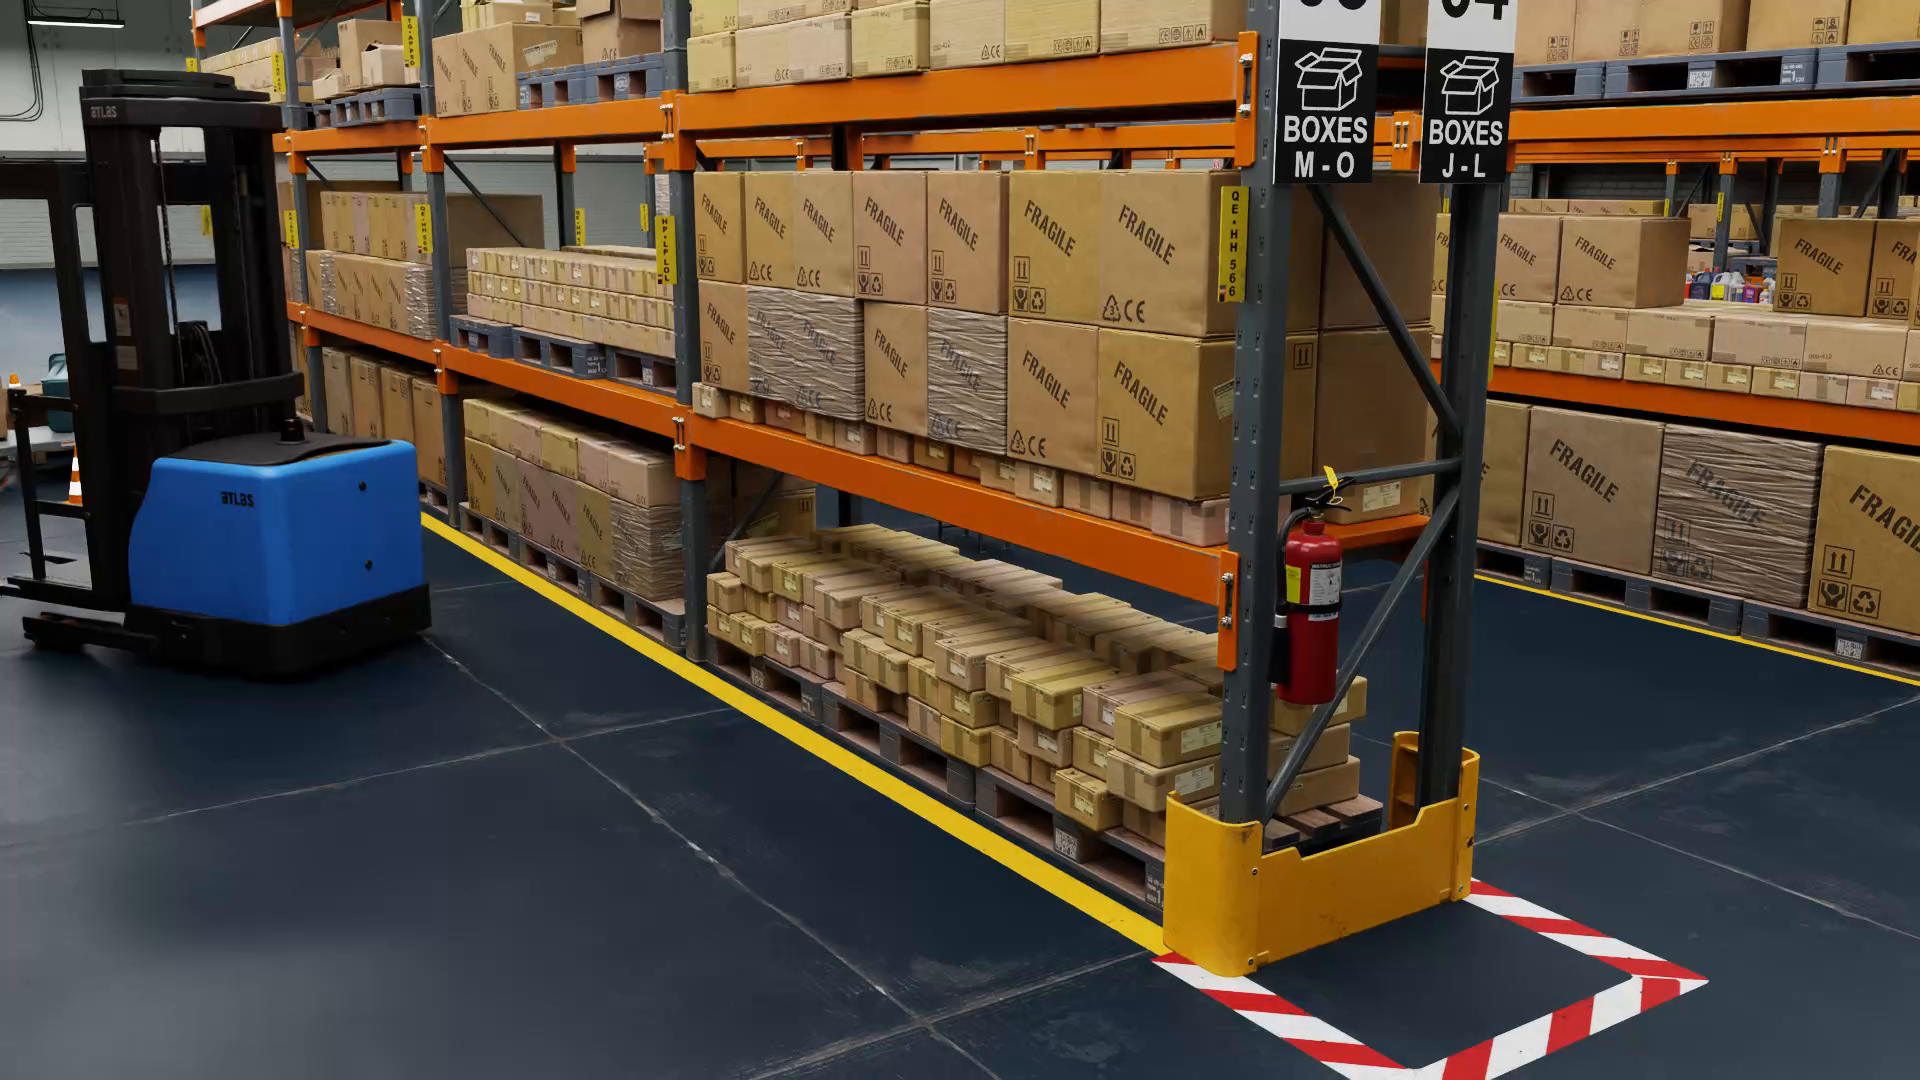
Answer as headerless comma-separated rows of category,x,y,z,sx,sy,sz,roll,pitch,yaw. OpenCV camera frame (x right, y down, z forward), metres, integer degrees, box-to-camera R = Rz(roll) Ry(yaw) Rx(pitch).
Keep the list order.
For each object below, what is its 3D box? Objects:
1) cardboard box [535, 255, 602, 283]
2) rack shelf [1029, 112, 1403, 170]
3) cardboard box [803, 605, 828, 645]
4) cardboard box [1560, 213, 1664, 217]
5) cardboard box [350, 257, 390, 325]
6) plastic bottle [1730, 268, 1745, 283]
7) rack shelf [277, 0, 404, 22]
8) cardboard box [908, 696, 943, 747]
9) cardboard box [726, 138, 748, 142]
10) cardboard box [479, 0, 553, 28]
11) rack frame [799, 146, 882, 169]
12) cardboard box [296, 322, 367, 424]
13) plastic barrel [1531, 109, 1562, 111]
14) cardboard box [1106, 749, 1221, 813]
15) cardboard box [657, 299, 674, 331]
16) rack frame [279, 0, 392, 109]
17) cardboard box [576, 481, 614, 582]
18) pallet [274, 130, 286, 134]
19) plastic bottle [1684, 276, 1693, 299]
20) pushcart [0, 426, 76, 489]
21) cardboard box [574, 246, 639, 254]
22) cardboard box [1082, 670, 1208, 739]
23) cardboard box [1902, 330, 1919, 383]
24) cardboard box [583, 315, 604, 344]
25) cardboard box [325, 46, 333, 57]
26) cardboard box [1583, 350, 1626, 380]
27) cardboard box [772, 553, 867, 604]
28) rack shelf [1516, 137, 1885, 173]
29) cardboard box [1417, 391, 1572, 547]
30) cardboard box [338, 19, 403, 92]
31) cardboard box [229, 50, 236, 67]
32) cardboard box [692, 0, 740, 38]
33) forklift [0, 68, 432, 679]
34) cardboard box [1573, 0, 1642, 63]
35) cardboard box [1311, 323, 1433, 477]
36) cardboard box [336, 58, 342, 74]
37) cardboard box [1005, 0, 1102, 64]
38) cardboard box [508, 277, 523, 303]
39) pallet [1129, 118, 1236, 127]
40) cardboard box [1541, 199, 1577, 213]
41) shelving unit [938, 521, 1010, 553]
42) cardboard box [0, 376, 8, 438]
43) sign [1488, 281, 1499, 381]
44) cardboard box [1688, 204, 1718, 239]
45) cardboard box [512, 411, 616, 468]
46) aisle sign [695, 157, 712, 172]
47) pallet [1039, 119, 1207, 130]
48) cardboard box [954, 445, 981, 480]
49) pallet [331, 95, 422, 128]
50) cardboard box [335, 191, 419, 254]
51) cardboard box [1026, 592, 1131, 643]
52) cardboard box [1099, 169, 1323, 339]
cardboard box,-2.352,-1.646,10.080,0.380,0.149,0.250,-8,14,-31
rack shelf,2.117,-2.939,12.443,1.077,0.370,4.000,-8,15,-33
cardboard box,-0.499,0.366,7.661,0.380,0.149,0.250,-9,15,-36
cardboard box,3.976,-1.768,10.325,0.500,0.500,0.500,-8,15,-32
cardboard box,-4.489,-1.977,13.148,0.500,0.500,0.500,-8,15,-32
plastic bottle,6.687,-2.173,14.395,0.144,0.351,0.185,-8,15,-33
rack shelf,-4.284,-4.351,12.816,1.077,0.370,4.000,-8,15,-33
cardboard box,0.014,0.707,6.796,0.380,0.149,0.250,-8,15,-32
cardboard box,-2.245,-4.519,18.333,0.500,0.250,0.500,-8,15,-33
cardboard box,-2.722,-3.263,10.214,0.396,0.266,0.258,-8,15,-33
rack frame,-1.207,-2.892,17.566,1.000,3.000,0.127,-8,15,-33
cardboard box,-5.683,-1.610,15.695,0.875,0.875,0.875,-8,15,-32
plastic barrel,5.528,-4.146,15.659,0.294,0.245,0.294,0,12,0
cardboard box,0.726,0.793,5.707,0.380,0.149,0.250,-9,15,-34
cardboard box,-1.345,-1.175,8.625,0.380,0.149,0.250,-8,14,-31
rack frame,-5.393,-5.254,14.323,1.000,3.000,0.127,-8,15,-33
cardboard box,-1.864,-0.077,9.563,0.500,0.500,0.500,-9,15,-34
pallet,-6.509,-4.109,16.315,1.003,0.211,1.213,-8,15,-33
plastic bottle,6.379,-2.182,14.607,0.152,0.276,0.135,-8,15,-33
pushcart,-7.587,-0.717,13.757,0.936,0.377,1.648,9,15,35
cardboard box,-2.386,-1.907,11.273,0.380,0.149,0.250,-8,15,-33
cardboard box,0.660,0.592,5.930,0.380,0.149,0.250,-8,15,-32
cardboard box,4.952,-0.885,8.042,0.500,0.250,0.500,-8,15,-34
cardboard box,-1.923,-1.214,9.497,0.380,0.149,0.250,-9,15,-35
cardboard box,-5.734,-4.550,15.629,0.380,0.149,0.250,-8,15,-34
cardboard box,3.831,-1.024,9.612,0.380,0.149,0.250,-8,15,-32
cardboard box,-0.657,0.178,7.826,0.380,0.149,0.250,-8,15,-34
rack shelf,6.240,-3.525,15.124,1.077,0.370,4.000,-8,15,-33
cardboard box,3.524,-0.510,10.662,0.875,0.875,0.875,-8,15,-33
cardboard box,-4.373,-3.656,12.586,0.500,0.500,0.500,-8,15,-33
cardboard box,-6.843,-4.652,16.096,0.380,0.149,0.250,-8,15,-32
cardboard box,-0.893,-2.423,7.579,0.500,0.250,0.500,-8,14,-31
forklift,-4.387,-0.948,8.834,3.031,2.935,1.130,6,14,25
cardboard box,4.003,-3.009,9.630,0.700,0.500,0.500,-7,14,-30
cardboard box,1.237,-0.496,5.677,0.500,0.500,0.500,-7,14,-30
cardboard box,-5.430,-4.235,15.121,0.500,0.250,0.500,-8,15,-32
cardboard box,0.495,-1.721,5.538,0.500,0.250,0.500,-8,15,-33
cardboard box,-2.633,-1.590,10.519,0.380,0.149,0.250,-8,15,-33
pallet,2.032,-3.247,12.610,1.003,0.211,1.213,-7,14,-30
cardboard box,9.804,-5.273,27.001,0.500,0.500,0.500,-8,14,-31
shelving unit,0.092,-0.557,11.099,0.258,1.200,0.503,-8,15,-33
cardboard box,-7.992,-1.084,13.376,0.500,0.500,0.500,-8,15,-33
sign,1.708,-0.676,5.406,0.100,0.325,0.005,-8,15,-33
cardboard box,11.417,-4.820,25.119,0.700,0.500,0.500,-8,15,-33
cardboard box,-2.451,-0.631,10.339,0.500,0.250,0.500,-8,15,-32
aisle sign,-3.208,-4.920,20.754,0.394,0.787,0.004,-8,15,-33
pallet,1.410,-3.446,13.518,1.213,0.211,1.003,-7,14,-30
cardboard box,0.200,-0.330,6.439,0.380,0.149,0.250,-9,15,-35
pallet,-4.199,-3.292,12.813,1.003,0.211,1.213,-7,14,-30
cardboard box,-4.826,-2.682,14.028,0.700,0.500,0.500,-8,15,-34
cardboard box,0.503,0.343,7.070,0.380,0.149,0.250,-8,15,-32
cardboard box,0.795,-0.924,5.293,0.500,0.500,0.500,-8,15,-34
